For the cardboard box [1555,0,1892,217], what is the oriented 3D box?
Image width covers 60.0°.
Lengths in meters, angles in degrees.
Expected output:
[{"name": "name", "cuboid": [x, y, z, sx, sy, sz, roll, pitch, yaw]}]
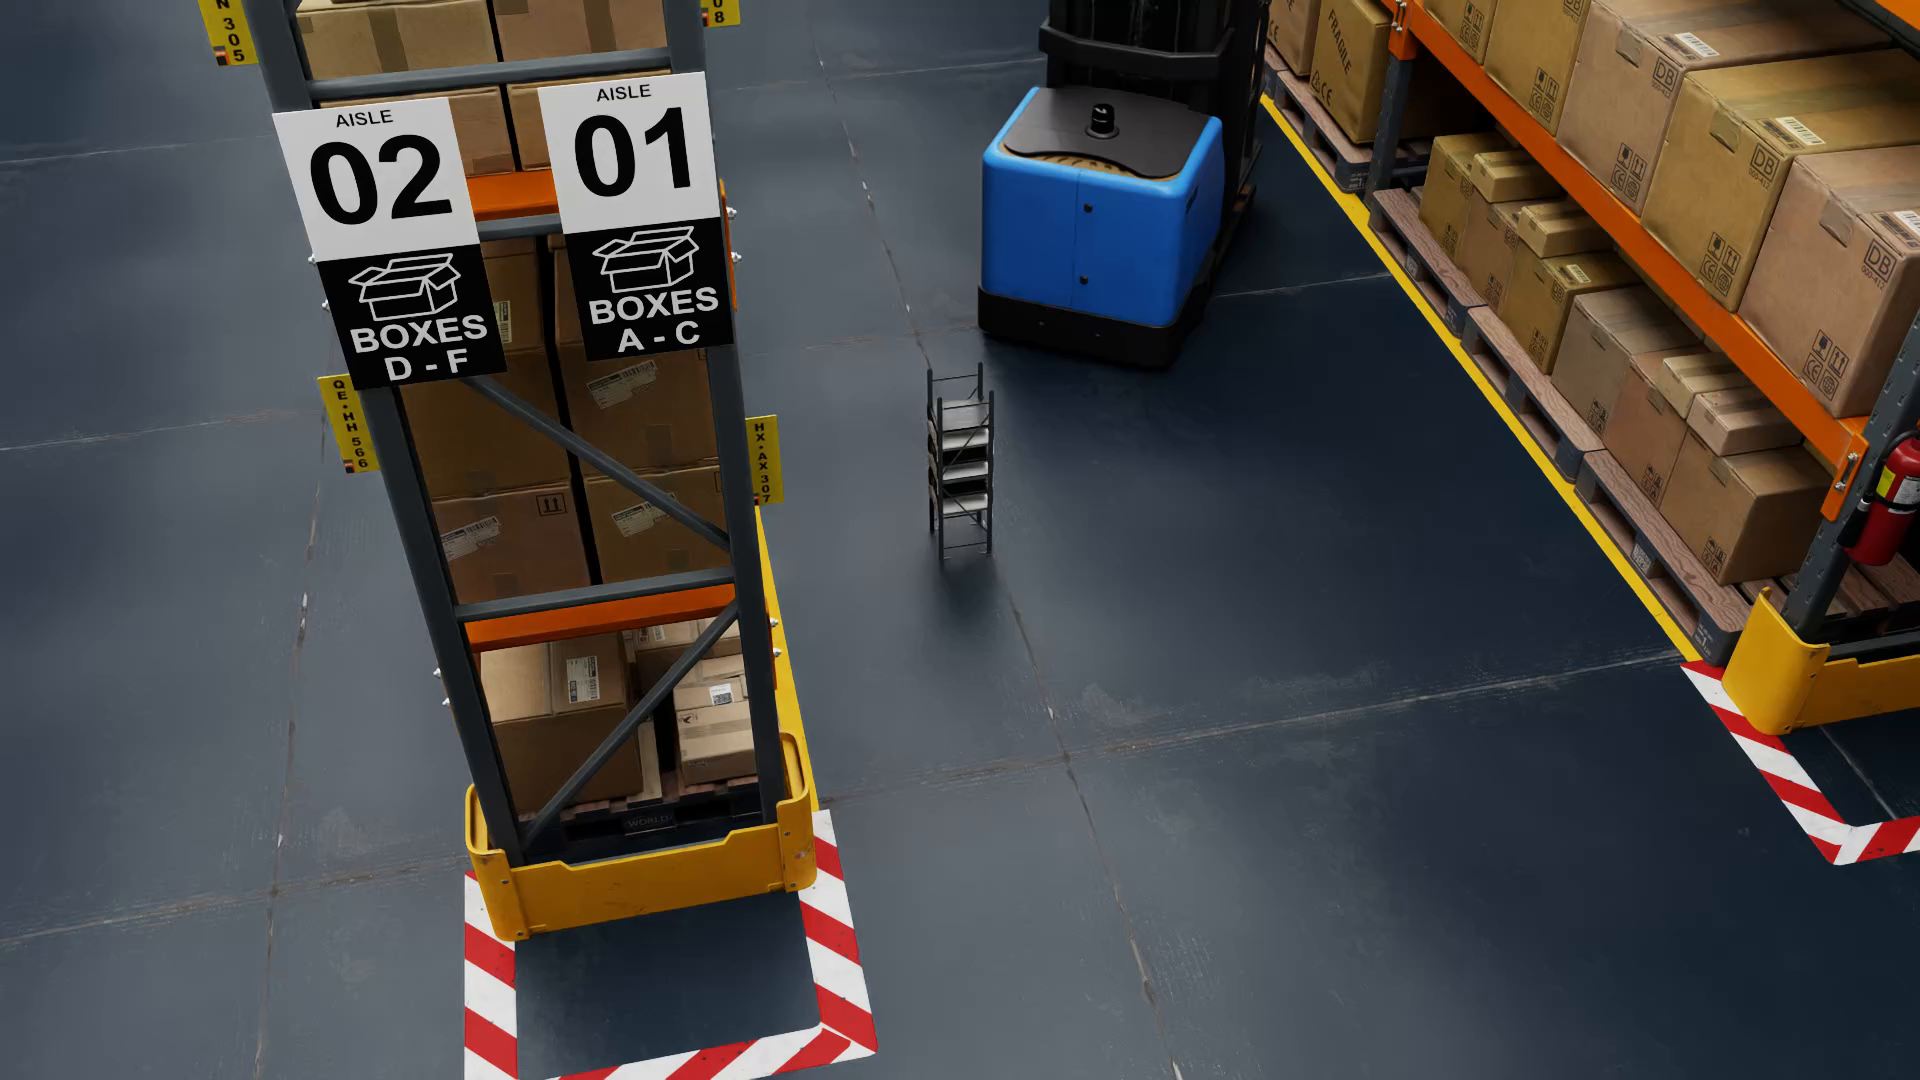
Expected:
[{"name": "cardboard box", "cuboid": [3.287, -1.948, 7.241, 0.980, 0.700, 0.700, -10, 43, -11]}]

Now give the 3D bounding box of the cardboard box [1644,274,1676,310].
[{"name": "cardboard box", "cuboid": [3.428, -1.214, 7.718, 0.380, 0.149, 0.250, -8, 42, -9]}]

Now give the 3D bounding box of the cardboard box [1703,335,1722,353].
[{"name": "cardboard box", "cuboid": [3.540, -0.883, 7.345, 0.380, 0.149, 0.250, -8, 42, -9]}]

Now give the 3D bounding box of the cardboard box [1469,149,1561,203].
[{"name": "cardboard box", "cuboid": [2.824, -1.851, 8.436, 0.380, 0.149, 0.250, -7, 42, -8]}]

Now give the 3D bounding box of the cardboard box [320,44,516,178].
[{"name": "cardboard box", "cuboid": [-1.474, -1.190, 4.466, 0.500, 0.250, 0.500, -8, 42, -9]}]

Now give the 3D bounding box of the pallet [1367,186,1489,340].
[{"name": "pallet", "cuboid": [2.954, -1.587, 9.160, 1.003, 0.211, 1.213, -8, 42, -9]}]

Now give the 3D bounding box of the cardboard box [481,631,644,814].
[{"name": "cardboard box", "cuboid": [-1.464, 0.624, 6.120, 0.500, 0.500, 0.500, -8, 42, -9]}]

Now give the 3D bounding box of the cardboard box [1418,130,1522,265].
[{"name": "cardboard box", "cuboid": [2.928, -1.857, 8.930, 0.700, 0.500, 0.500, -8, 42, -9]}]

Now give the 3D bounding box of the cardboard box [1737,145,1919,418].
[{"name": "cardboard box", "cuboid": [3.610, -0.982, 6.153, 0.980, 0.700, 0.700, -7, 42, -7]}]

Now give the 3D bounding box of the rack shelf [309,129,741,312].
[{"name": "rack shelf", "cuboid": [-1.538, -1.978, 5.783, 1.077, 0.370, 4.000, -8, 42, -9]}]

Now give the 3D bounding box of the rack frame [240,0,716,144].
[{"name": "rack frame", "cuboid": [-1.106, -2.072, 3.088, 1.000, 3.000, 0.127, -8, 42, -9]}]

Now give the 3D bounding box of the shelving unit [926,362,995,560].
[{"name": "shelving unit", "cuboid": [0.002, -0.331, 7.227, 0.258, 0.900, 0.210, -8, 42, -9]}]

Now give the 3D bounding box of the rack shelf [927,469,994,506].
[{"name": "rack shelf", "cuboid": [0.002, -0.239, 7.309, 0.258, 0.077, 0.200, -8, 42, -9]}]

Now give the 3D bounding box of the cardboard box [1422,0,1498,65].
[{"name": "cardboard box", "cuboid": [2.968, -2.892, 8.304, 0.980, 0.700, 0.700, -8, 42, -9]}]

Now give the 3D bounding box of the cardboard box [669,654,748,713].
[{"name": "cardboard box", "cuboid": [-0.915, 0.584, 6.418, 0.380, 0.166, 0.250, -8, 42, -9]}]

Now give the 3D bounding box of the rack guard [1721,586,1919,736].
[{"name": "rack guard", "cuboid": [3.735, 0.409, 6.694, 1.175, 0.500, 0.348, -8, 42, -9]}]

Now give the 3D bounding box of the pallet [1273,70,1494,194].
[{"name": "pallet", "cuboid": [2.626, -2.580, 10.280, 1.003, 0.211, 1.213, -8, 42, -9]}]

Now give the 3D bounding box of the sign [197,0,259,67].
[{"name": "sign", "cuboid": [-1.652, -1.215, 3.715, 0.100, 0.325, 0.005, -8, 42, -9]}]

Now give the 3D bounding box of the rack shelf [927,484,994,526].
[{"name": "rack shelf", "cuboid": [0.002, -0.172, 7.369, 0.258, 0.077, 0.200, -8, 42, -9]}]

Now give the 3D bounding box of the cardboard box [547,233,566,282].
[{"name": "cardboard box", "cuboid": [-1.065, -0.903, 5.461, 0.500, 0.500, 0.500, -8, 42, -9]}]

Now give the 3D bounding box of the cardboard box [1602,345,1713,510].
[{"name": "cardboard box", "cuboid": [3.373, -0.527, 7.433, 0.700, 0.500, 0.500, -8, 42, -9]}]

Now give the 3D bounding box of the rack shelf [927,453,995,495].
[{"name": "rack shelf", "cuboid": [0.002, -0.306, 7.249, 0.258, 0.077, 0.200, -8, 42, -9]}]

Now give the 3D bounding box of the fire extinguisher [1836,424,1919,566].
[{"name": "fire extinguisher", "cuboid": [3.312, -0.209, 5.847, 0.296, 0.674, 0.183, -8, 42, -9]}]

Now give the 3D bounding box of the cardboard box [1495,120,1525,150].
[{"name": "cardboard box", "cuboid": [3.090, -2.222, 8.853, 0.380, 0.149, 0.250, -9, 42, -10]}]

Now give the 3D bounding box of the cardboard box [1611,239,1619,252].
[{"name": "cardboard box", "cuboid": [3.317, -1.546, 8.092, 0.380, 0.149, 0.250, -8, 42, -9]}]

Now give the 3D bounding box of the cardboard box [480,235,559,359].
[{"name": "cardboard box", "cuboid": [-1.581, -0.817, 5.364, 0.500, 0.500, 0.500, -7, 42, -8]}]

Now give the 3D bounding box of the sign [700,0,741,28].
[{"name": "sign", "cuboid": [-0.576, -1.355, 3.881, 0.100, 0.325, 0.005, -8, 42, -9]}]

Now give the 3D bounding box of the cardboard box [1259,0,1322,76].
[{"name": "cardboard box", "cuboid": [2.405, -3.465, 10.479, 0.750, 0.750, 0.750, -7, 42, -8]}]

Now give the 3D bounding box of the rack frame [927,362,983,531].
[{"name": "rack frame", "cuboid": [-0.020, -0.397, 7.301, 0.240, 0.900, 0.006, -8, 42, -9]}]

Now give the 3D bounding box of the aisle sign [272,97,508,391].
[{"name": "aisle sign", "cuboid": [-1.391, -0.713, 4.117, 0.394, 0.787, 0.004, -8, 42, -9]}]

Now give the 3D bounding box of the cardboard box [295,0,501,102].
[{"name": "cardboard box", "cuboid": [-1.466, -1.378, 4.301, 0.500, 0.250, 0.500, -8, 42, -9]}]

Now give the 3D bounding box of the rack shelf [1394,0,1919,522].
[{"name": "rack shelf", "cuboid": [3.298, -1.568, 7.581, 1.077, 0.370, 4.000, -8, 42, -9]}]

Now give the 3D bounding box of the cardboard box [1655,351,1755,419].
[{"name": "cardboard box", "cuboid": [3.220, -0.668, 7.103, 0.380, 0.149, 0.250, -7, 42, -8]}]

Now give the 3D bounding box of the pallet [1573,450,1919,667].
[{"name": "pallet", "cuboid": [3.481, -0.005, 7.379, 1.003, 0.211, 1.213, -8, 42, -9]}]

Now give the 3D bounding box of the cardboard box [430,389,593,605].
[{"name": "cardboard box", "cuboid": [-1.469, -0.118, 5.329, 0.500, 0.500, 0.500, -7, 42, -8]}]

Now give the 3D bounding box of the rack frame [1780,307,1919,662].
[{"name": "rack frame", "cuboid": [3.730, -0.541, 5.882, 1.000, 3.000, 0.127, -8, 42, -9]}]

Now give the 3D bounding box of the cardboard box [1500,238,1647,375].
[{"name": "cardboard box", "cuboid": [3.142, -1.198, 8.188, 0.700, 0.500, 0.500, -7, 42, -8]}]

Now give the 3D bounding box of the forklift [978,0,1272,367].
[{"name": "forklift", "cuboid": [1.080, -2.961, 8.659, 1.130, 2.935, 3.031, 14, 43, 15]}]
